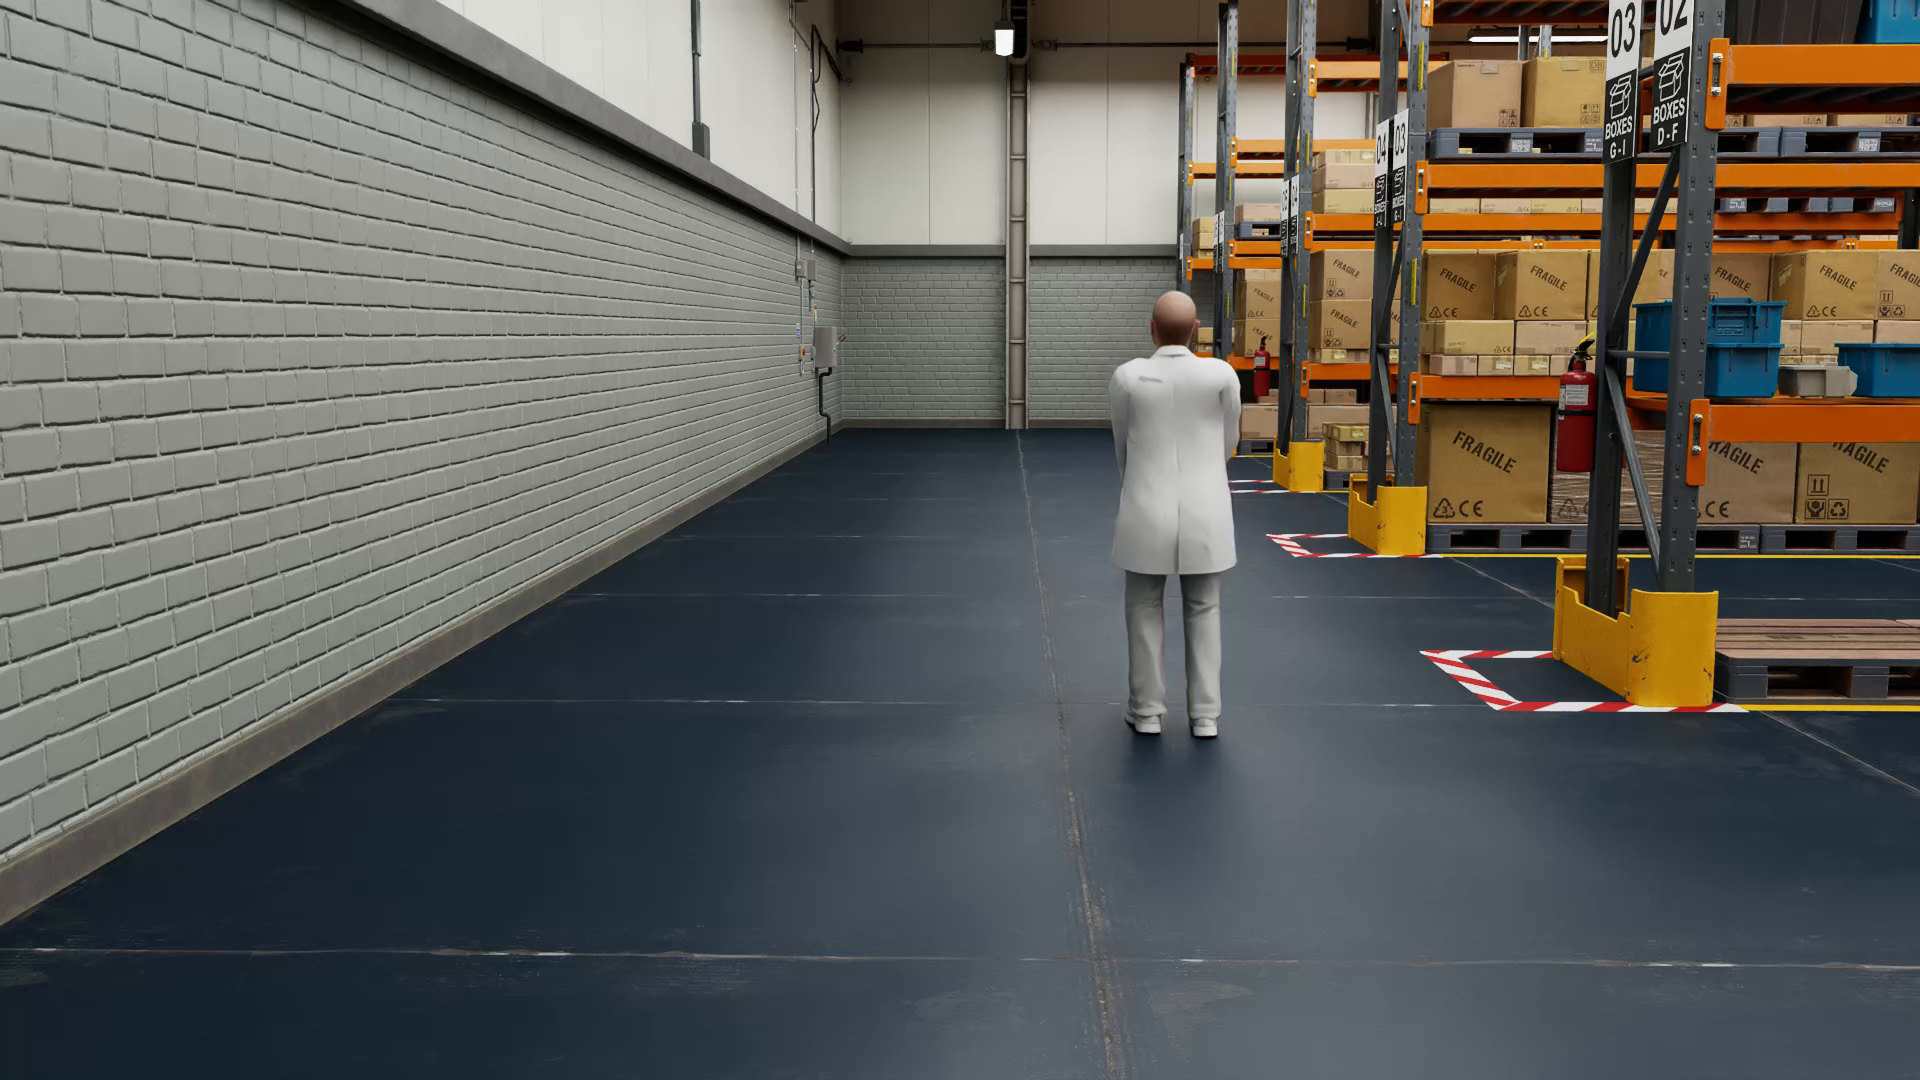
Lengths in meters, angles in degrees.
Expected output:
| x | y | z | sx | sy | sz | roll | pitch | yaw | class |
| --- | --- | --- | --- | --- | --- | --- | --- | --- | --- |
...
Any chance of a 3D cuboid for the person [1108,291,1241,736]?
| x | y | z | sx | sy | sz | roll | pitch | yaw | class |
| --- | --- | --- | --- | --- | --- | --- | --- | --- | --- |
| 0.856 | -0.113 | 6.757 | 0.529 | 1.772 | 0.553 | 0 | 7 | 2 | person |
